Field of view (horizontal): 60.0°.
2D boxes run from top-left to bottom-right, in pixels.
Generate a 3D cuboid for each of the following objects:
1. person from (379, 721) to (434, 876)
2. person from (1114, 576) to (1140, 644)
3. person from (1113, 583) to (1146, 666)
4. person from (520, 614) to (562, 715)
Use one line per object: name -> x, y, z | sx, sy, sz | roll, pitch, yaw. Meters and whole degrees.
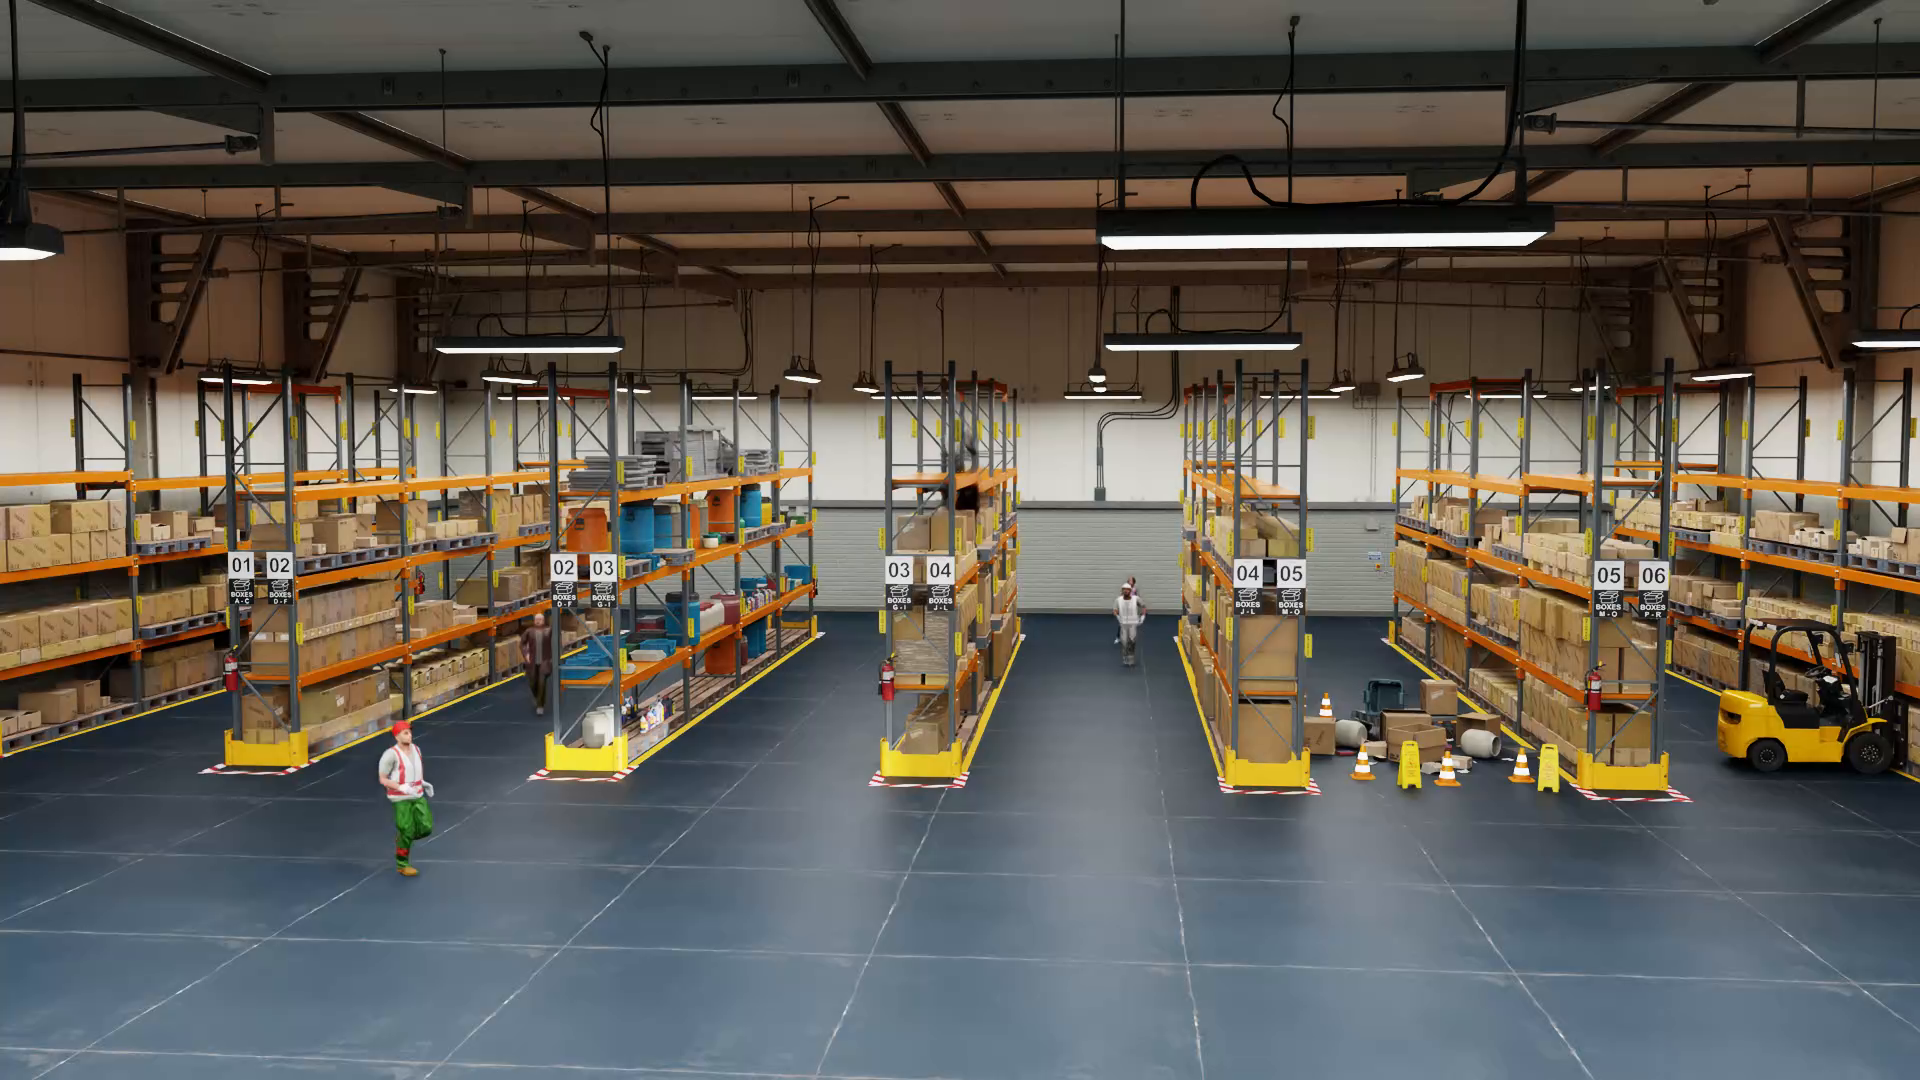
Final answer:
person -> -6.223, 2.903, 18.722 | 0.594, 1.742, 0.655 | 2, 4, 30
person -> 3.975, 1.663, 39.175 | 0.587, 1.610, 0.647 | 1, 4, 16
person -> 3.582, 1.801, 35.363 | 0.695, 1.752, 0.654 | 1, 4, 14
person -> -7.467, 2.186, 29.623 | 0.738, 1.763, 0.770 | 0, 4, -6
